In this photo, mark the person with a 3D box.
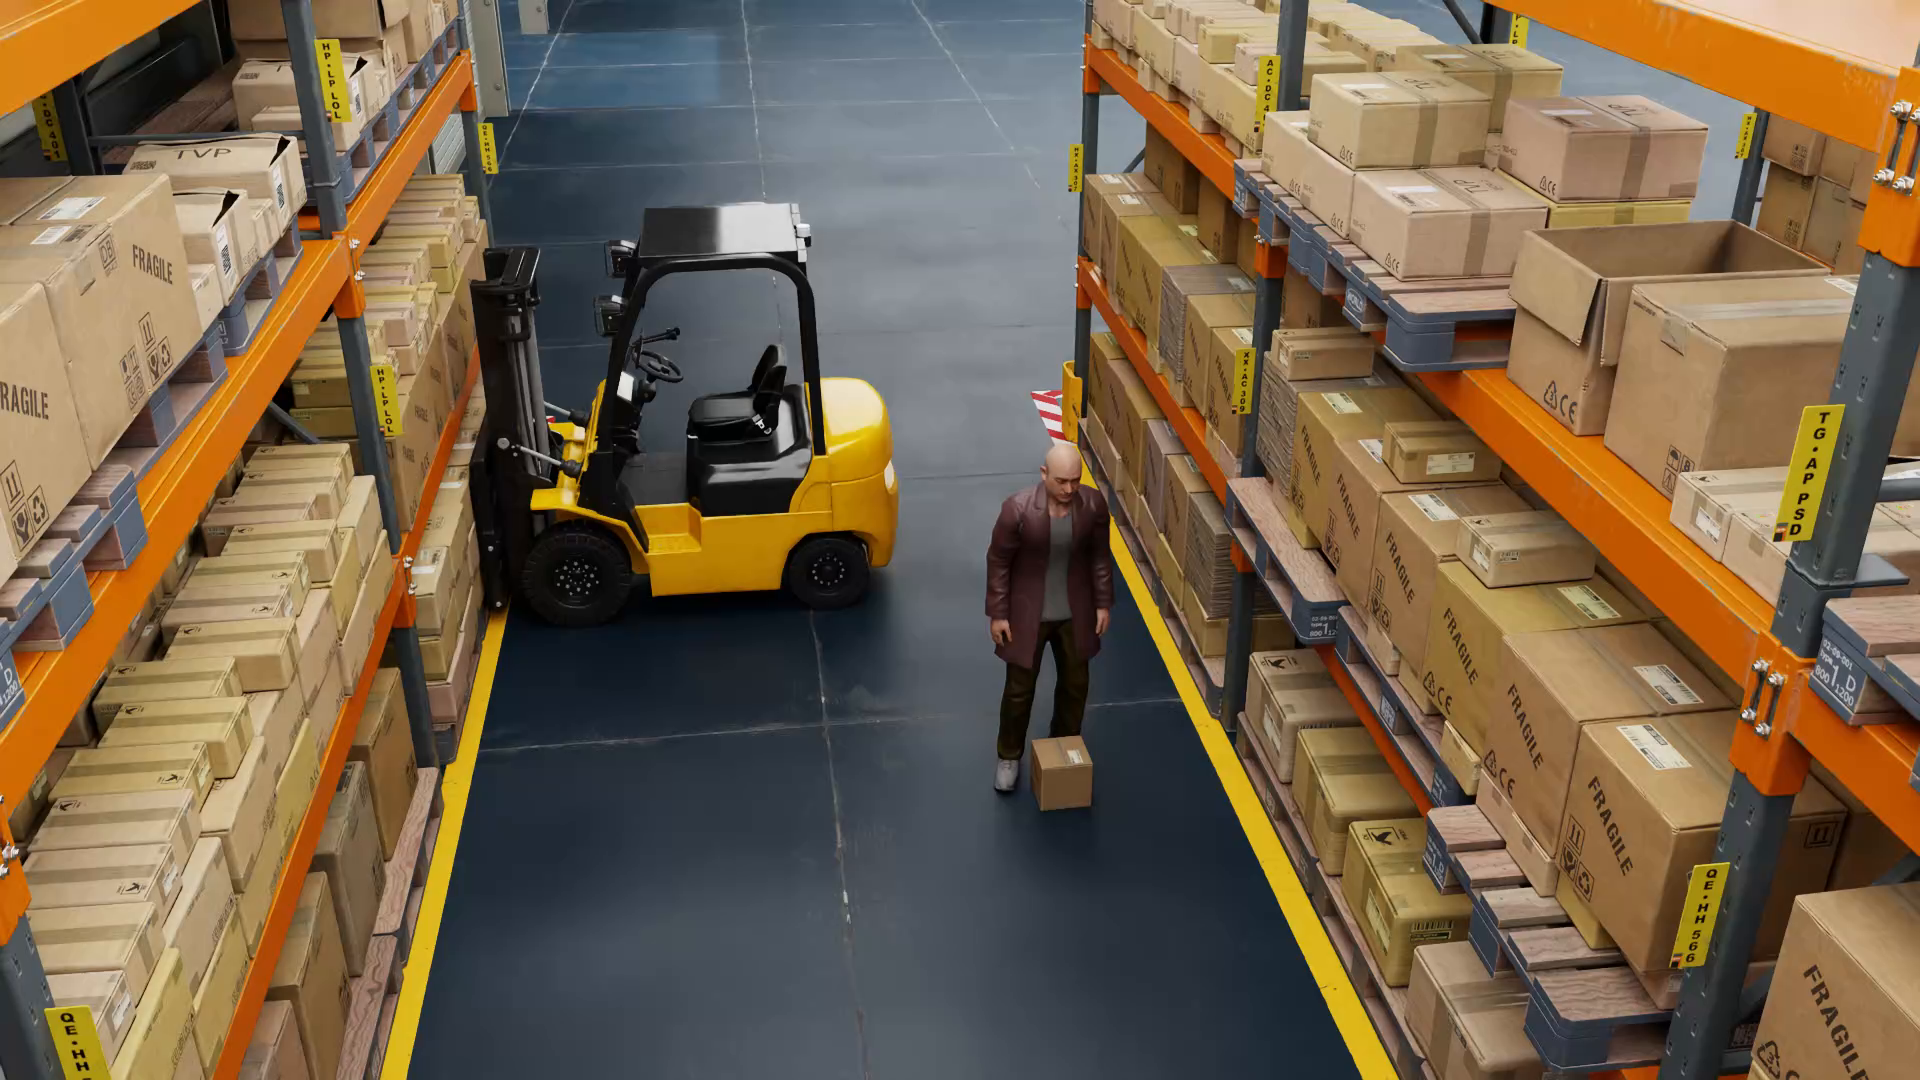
[{"bbox_3d":[0.435,0.347,7.947,0.644,1.772,0.433,-6,27,-11],"label":"person"}]
